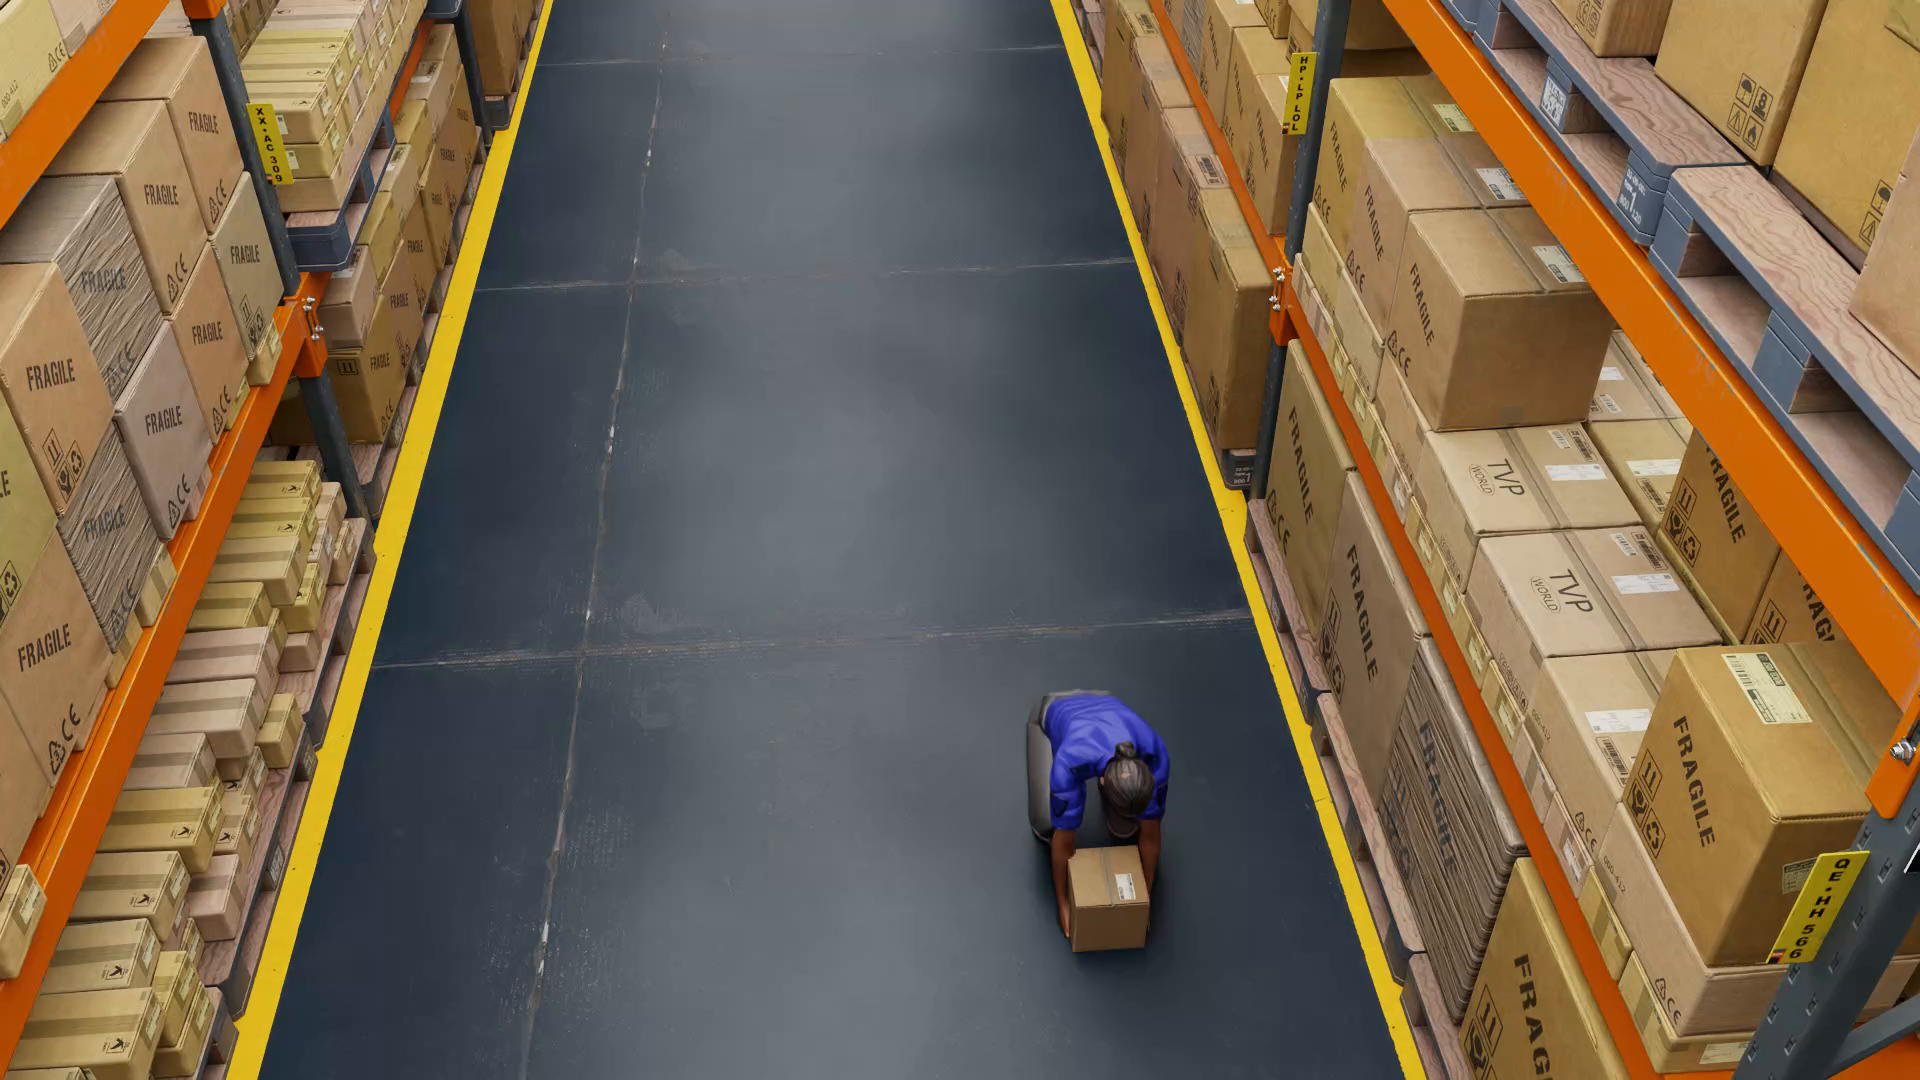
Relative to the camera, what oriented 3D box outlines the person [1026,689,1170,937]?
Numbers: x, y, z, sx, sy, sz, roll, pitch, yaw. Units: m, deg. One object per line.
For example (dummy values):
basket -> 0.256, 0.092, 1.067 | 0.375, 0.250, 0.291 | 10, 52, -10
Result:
person -> 0.477, 0.854, 5.868 | 0.483, 0.809, 0.830 | -3, 39, -4
